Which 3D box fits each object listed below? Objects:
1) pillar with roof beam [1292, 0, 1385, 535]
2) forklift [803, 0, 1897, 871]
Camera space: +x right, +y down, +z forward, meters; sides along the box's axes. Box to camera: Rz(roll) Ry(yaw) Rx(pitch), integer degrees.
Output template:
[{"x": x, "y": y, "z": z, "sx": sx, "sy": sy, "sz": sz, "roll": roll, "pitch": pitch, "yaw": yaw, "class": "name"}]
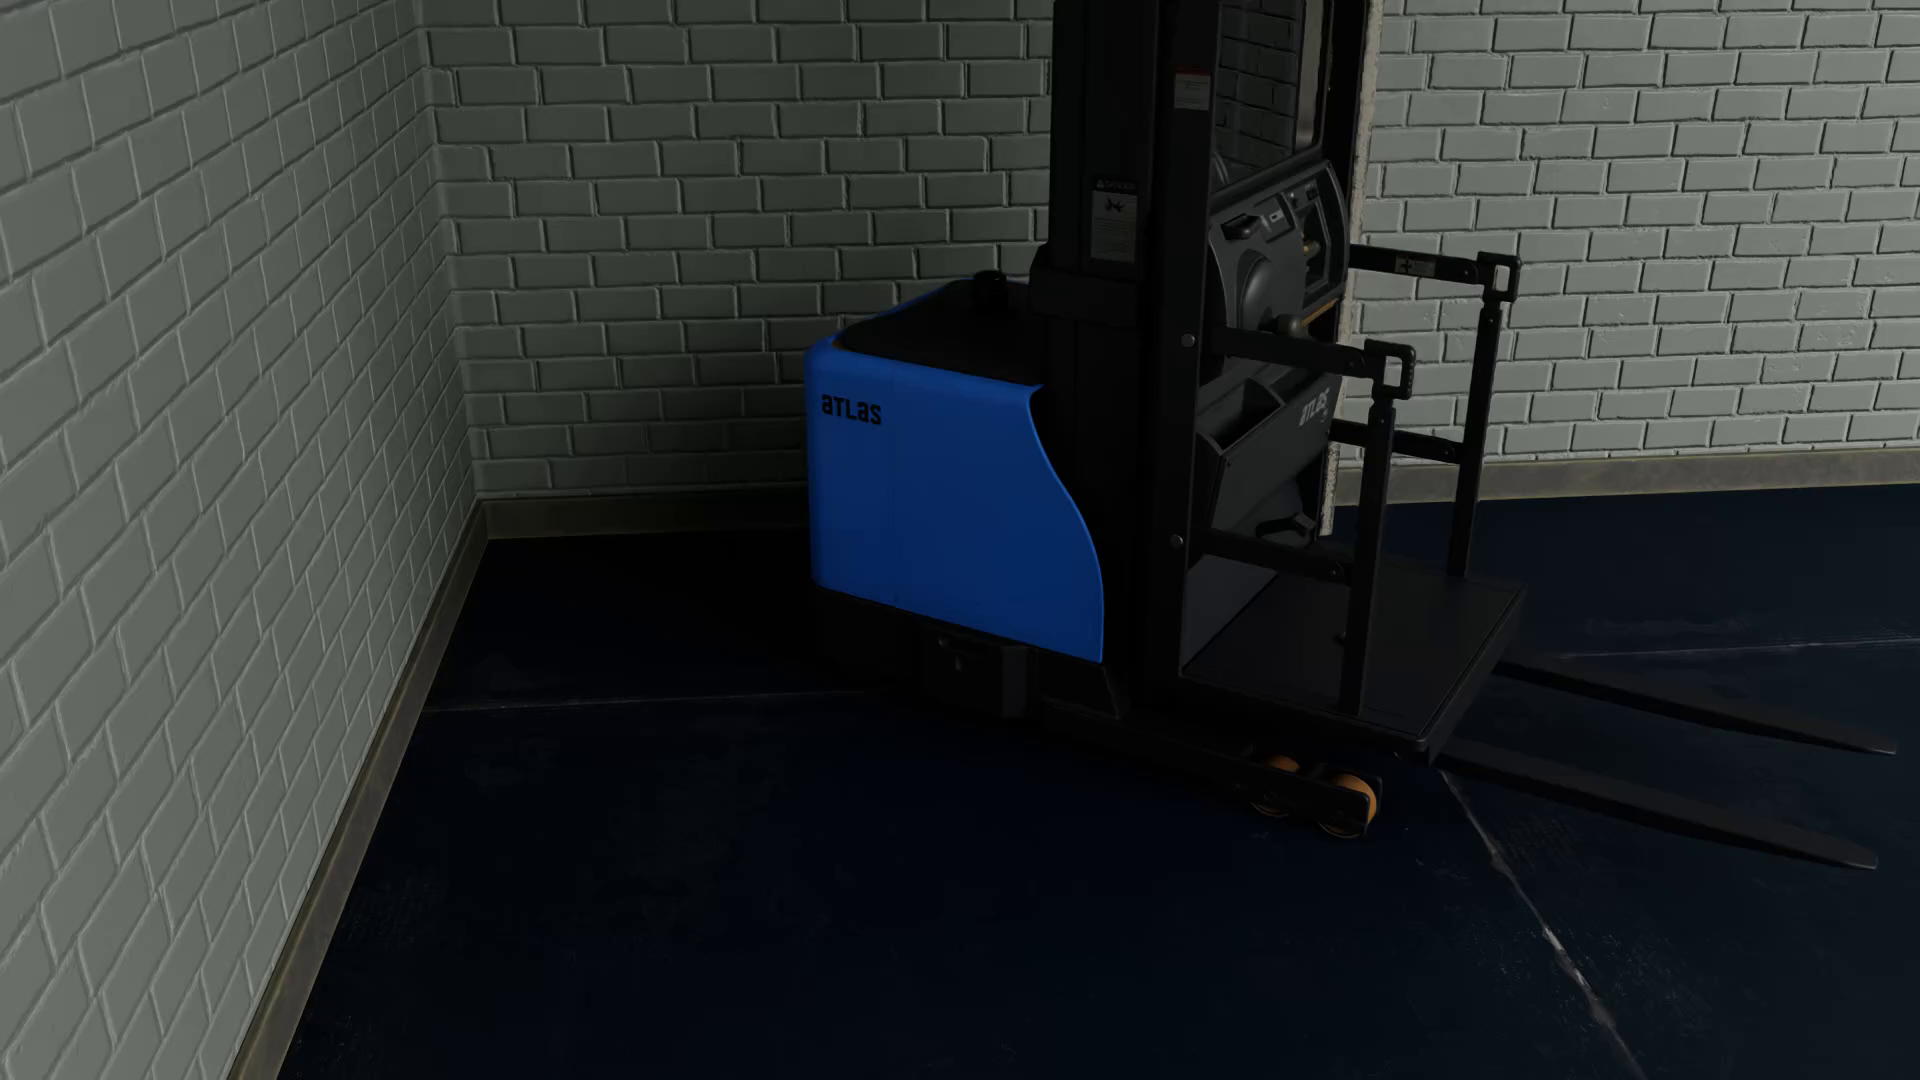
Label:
[{"x": 1.620, "y": -2.446, "z": 0.675, "sx": 0.400, "sy": 9.000, "sz": 9.100, "roll": -2, "pitch": 24, "yaw": -5, "class": "pillar with roof beam"}, {"x": 1.048, "y": -0.788, "z": 4.414, "sx": 3.031, "sy": 2.935, "sz": 1.130, "roll": 14, "pitch": 27, "yaw": 28, "class": "forklift"}]
